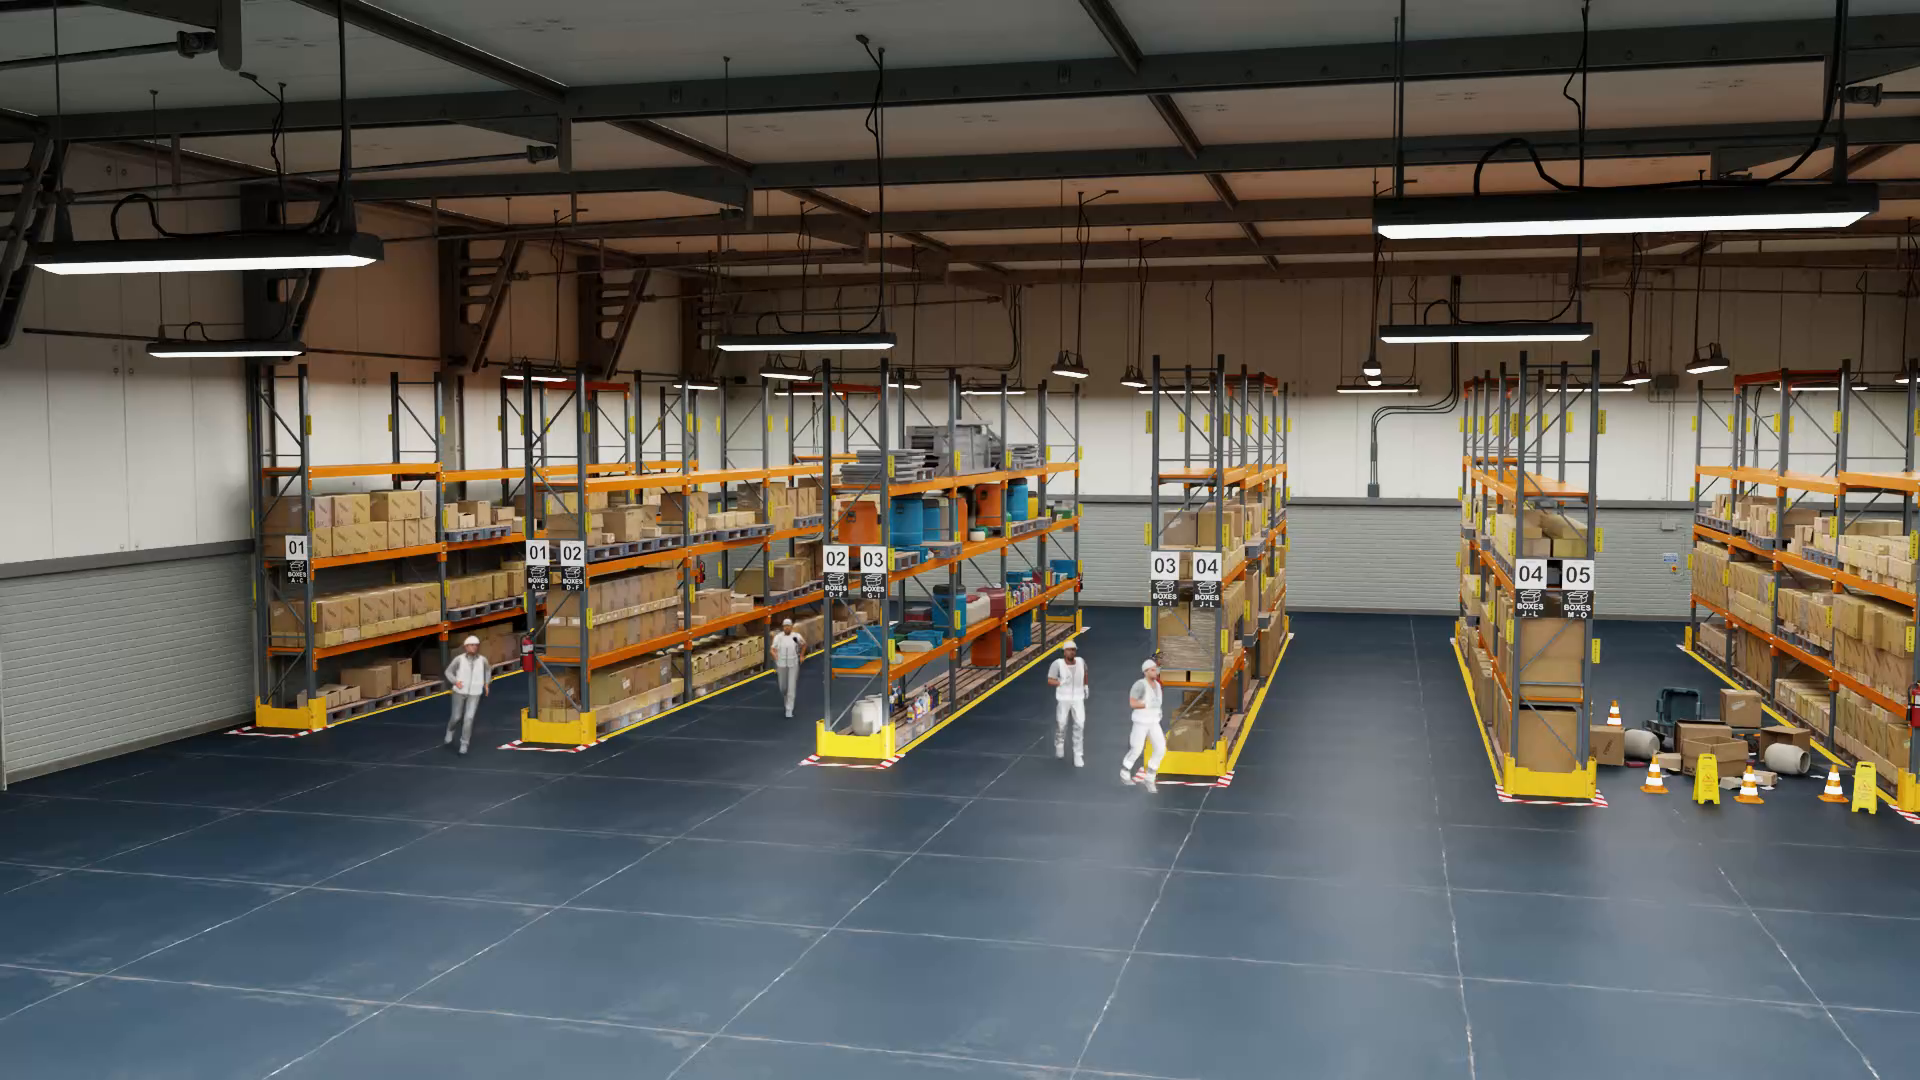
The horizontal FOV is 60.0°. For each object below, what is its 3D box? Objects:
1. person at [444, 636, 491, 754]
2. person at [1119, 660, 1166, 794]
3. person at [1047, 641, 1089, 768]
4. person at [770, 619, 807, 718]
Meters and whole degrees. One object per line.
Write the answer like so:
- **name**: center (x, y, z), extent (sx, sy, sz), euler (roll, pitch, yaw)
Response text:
- **person**: center (-7.567, 2.353, 25.640), extent (0.723, 1.740, 0.954), euler (-2, 4, -23)
- **person**: center (2.536, 2.549, 22.805), extent (0.652, 1.835, 0.663), euler (-3, 5, -35)
- **person**: center (1.606, 2.399, 24.643), extent (0.686, 1.842, 0.836), euler (-1, 4, -9)
- **person**: center (-2.979, 2.193, 28.820), extent (0.613, 1.663, 0.900), euler (0, 4, 2)
